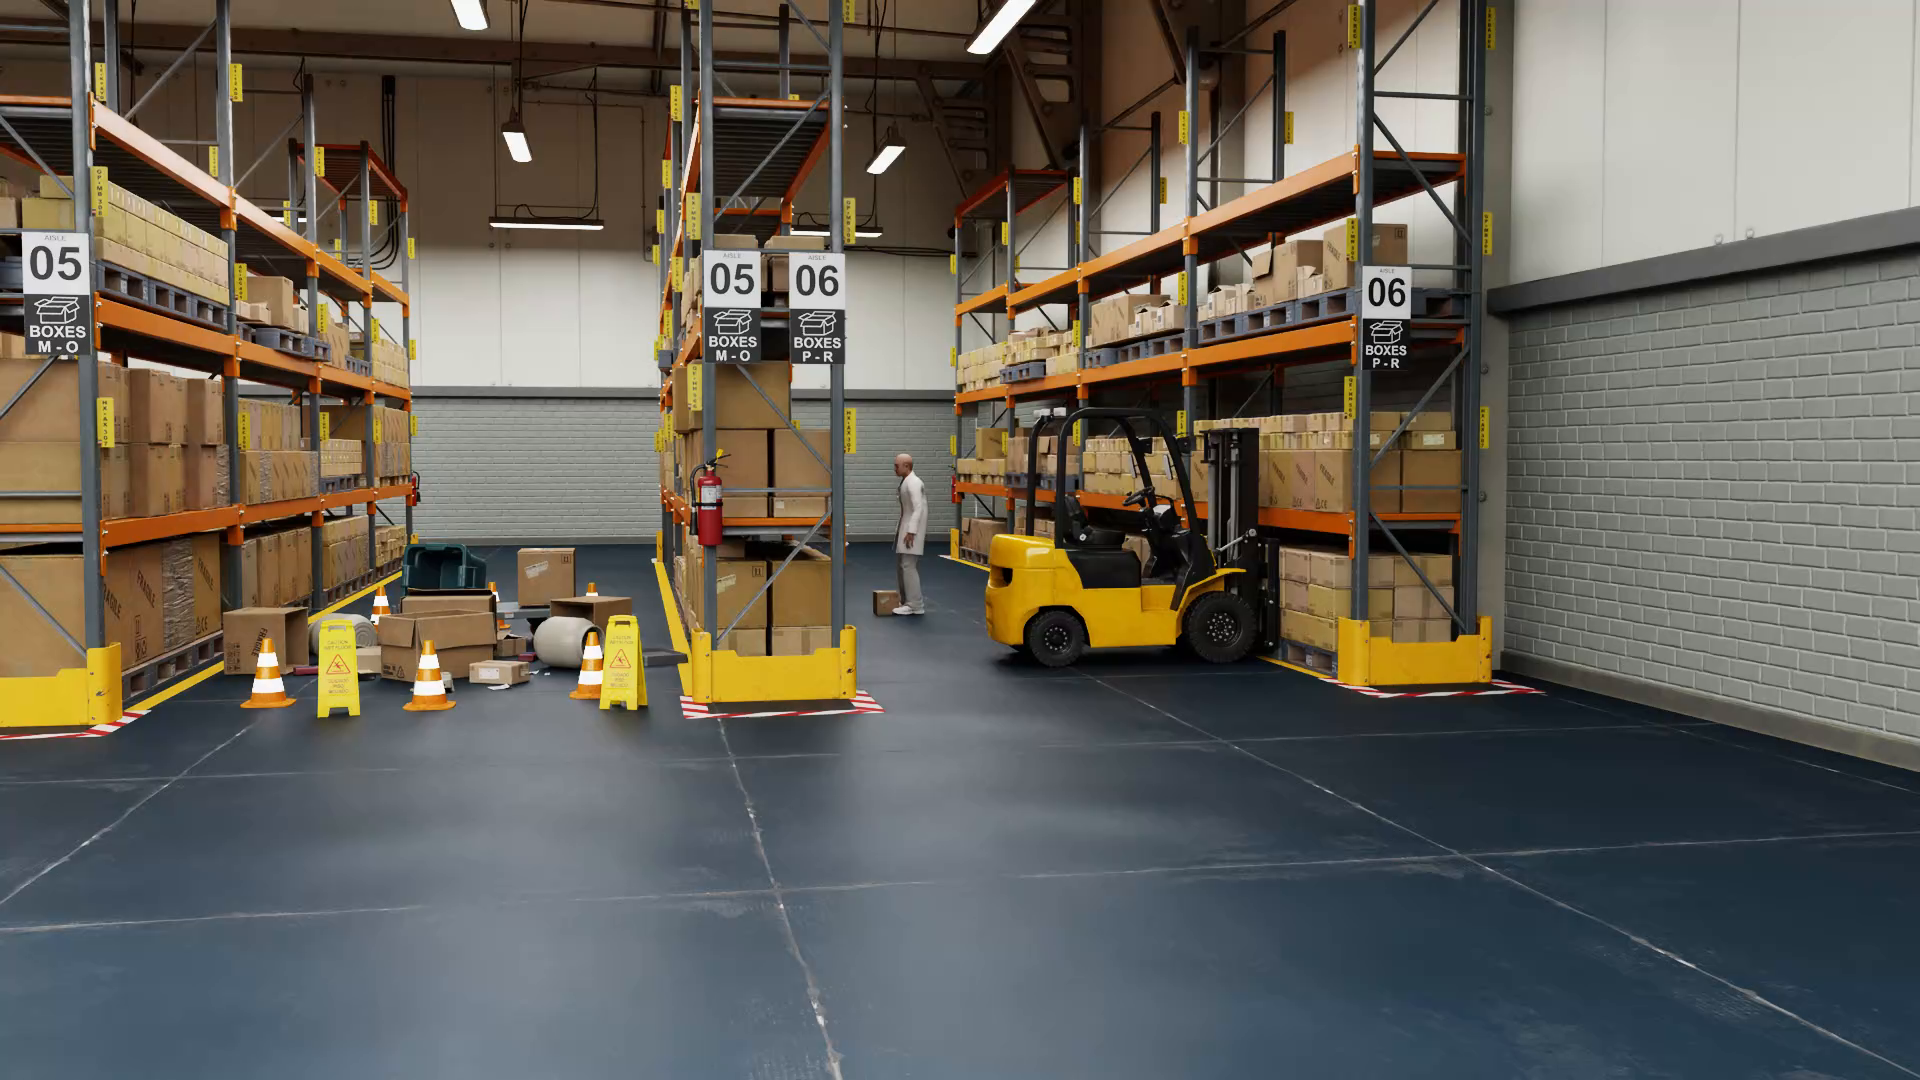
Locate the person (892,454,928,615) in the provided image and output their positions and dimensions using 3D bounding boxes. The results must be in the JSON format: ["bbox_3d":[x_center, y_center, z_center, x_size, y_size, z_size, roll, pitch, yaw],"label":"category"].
[{"bbox_3d":[-0.576,-0.068,18.446,0.413,1.774,0.656,-1,3,-13],"label":"person"}]
